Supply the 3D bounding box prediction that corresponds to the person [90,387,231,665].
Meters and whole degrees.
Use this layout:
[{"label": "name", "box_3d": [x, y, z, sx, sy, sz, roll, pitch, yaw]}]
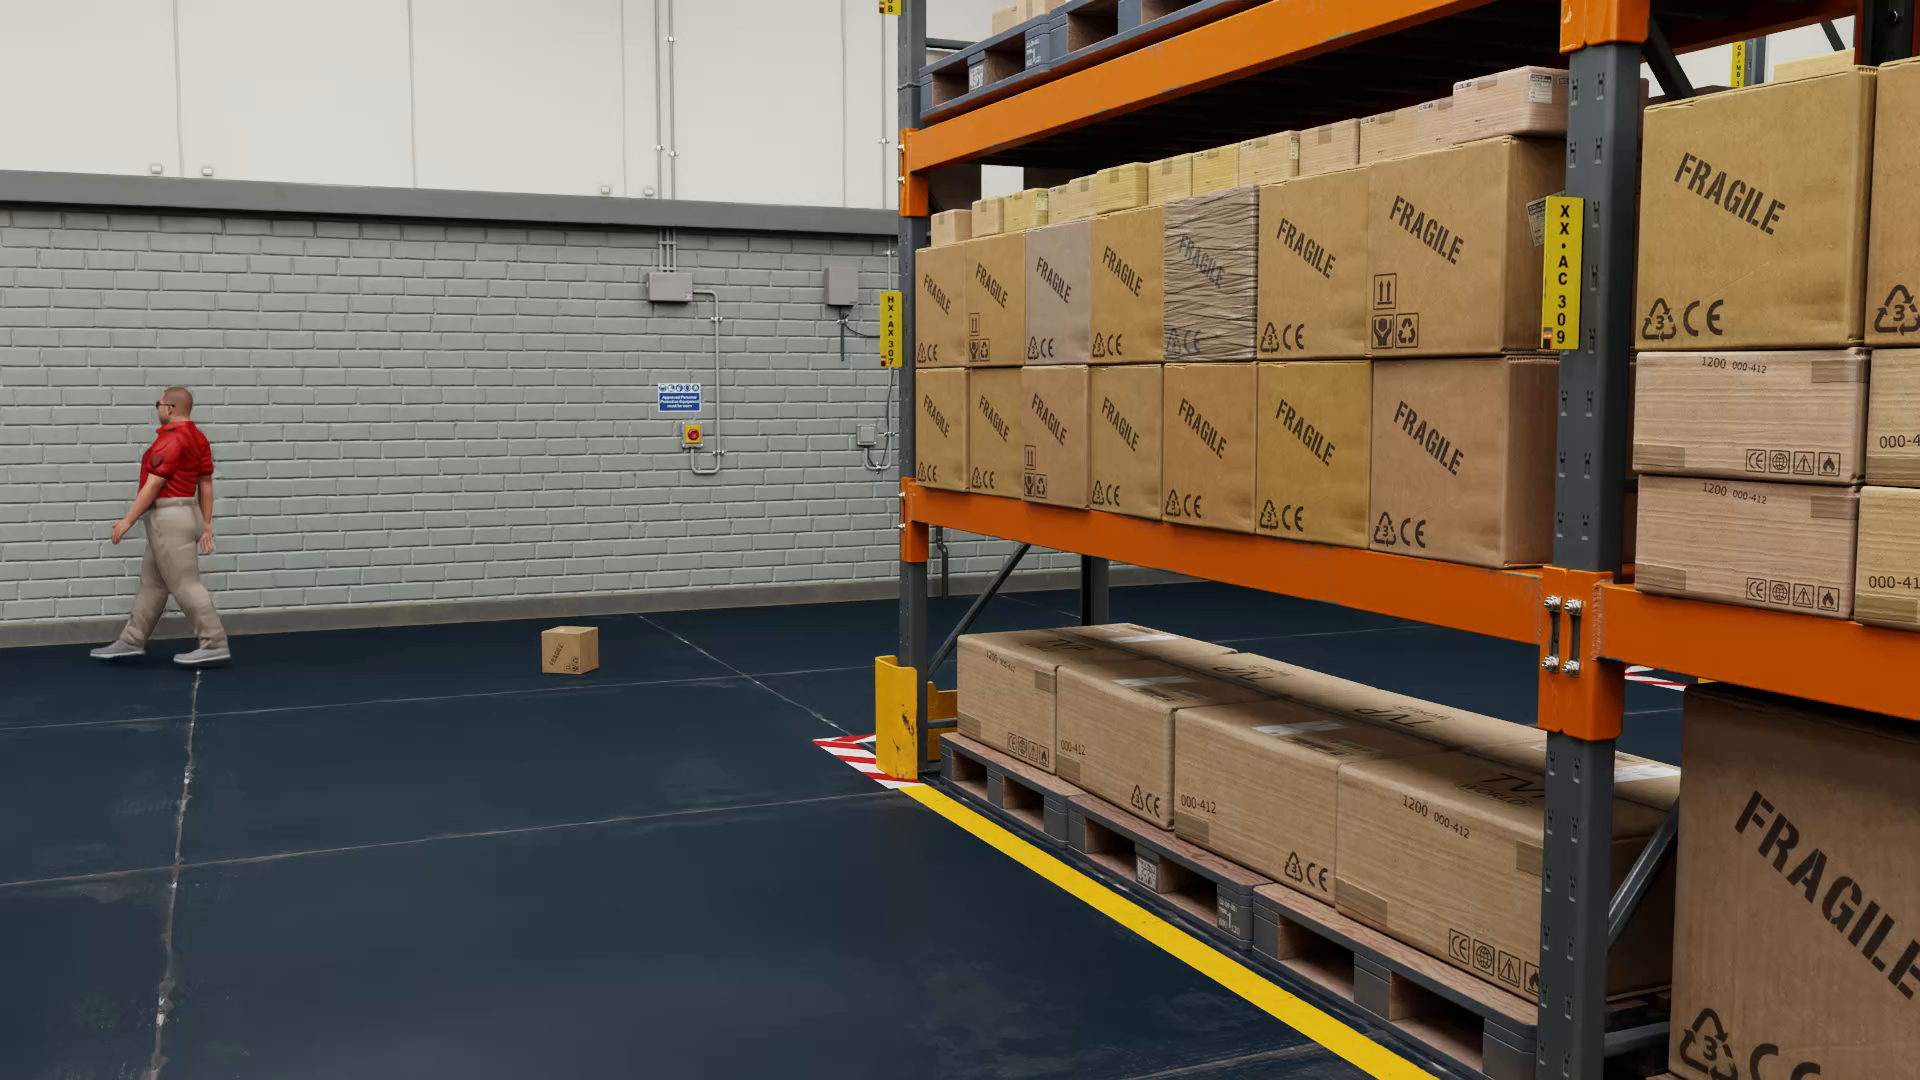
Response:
[{"label": "person", "box_3d": [-4.931, -0.087, 10.132, 0.896, 1.687, 0.539, -1, 5, -7]}]
